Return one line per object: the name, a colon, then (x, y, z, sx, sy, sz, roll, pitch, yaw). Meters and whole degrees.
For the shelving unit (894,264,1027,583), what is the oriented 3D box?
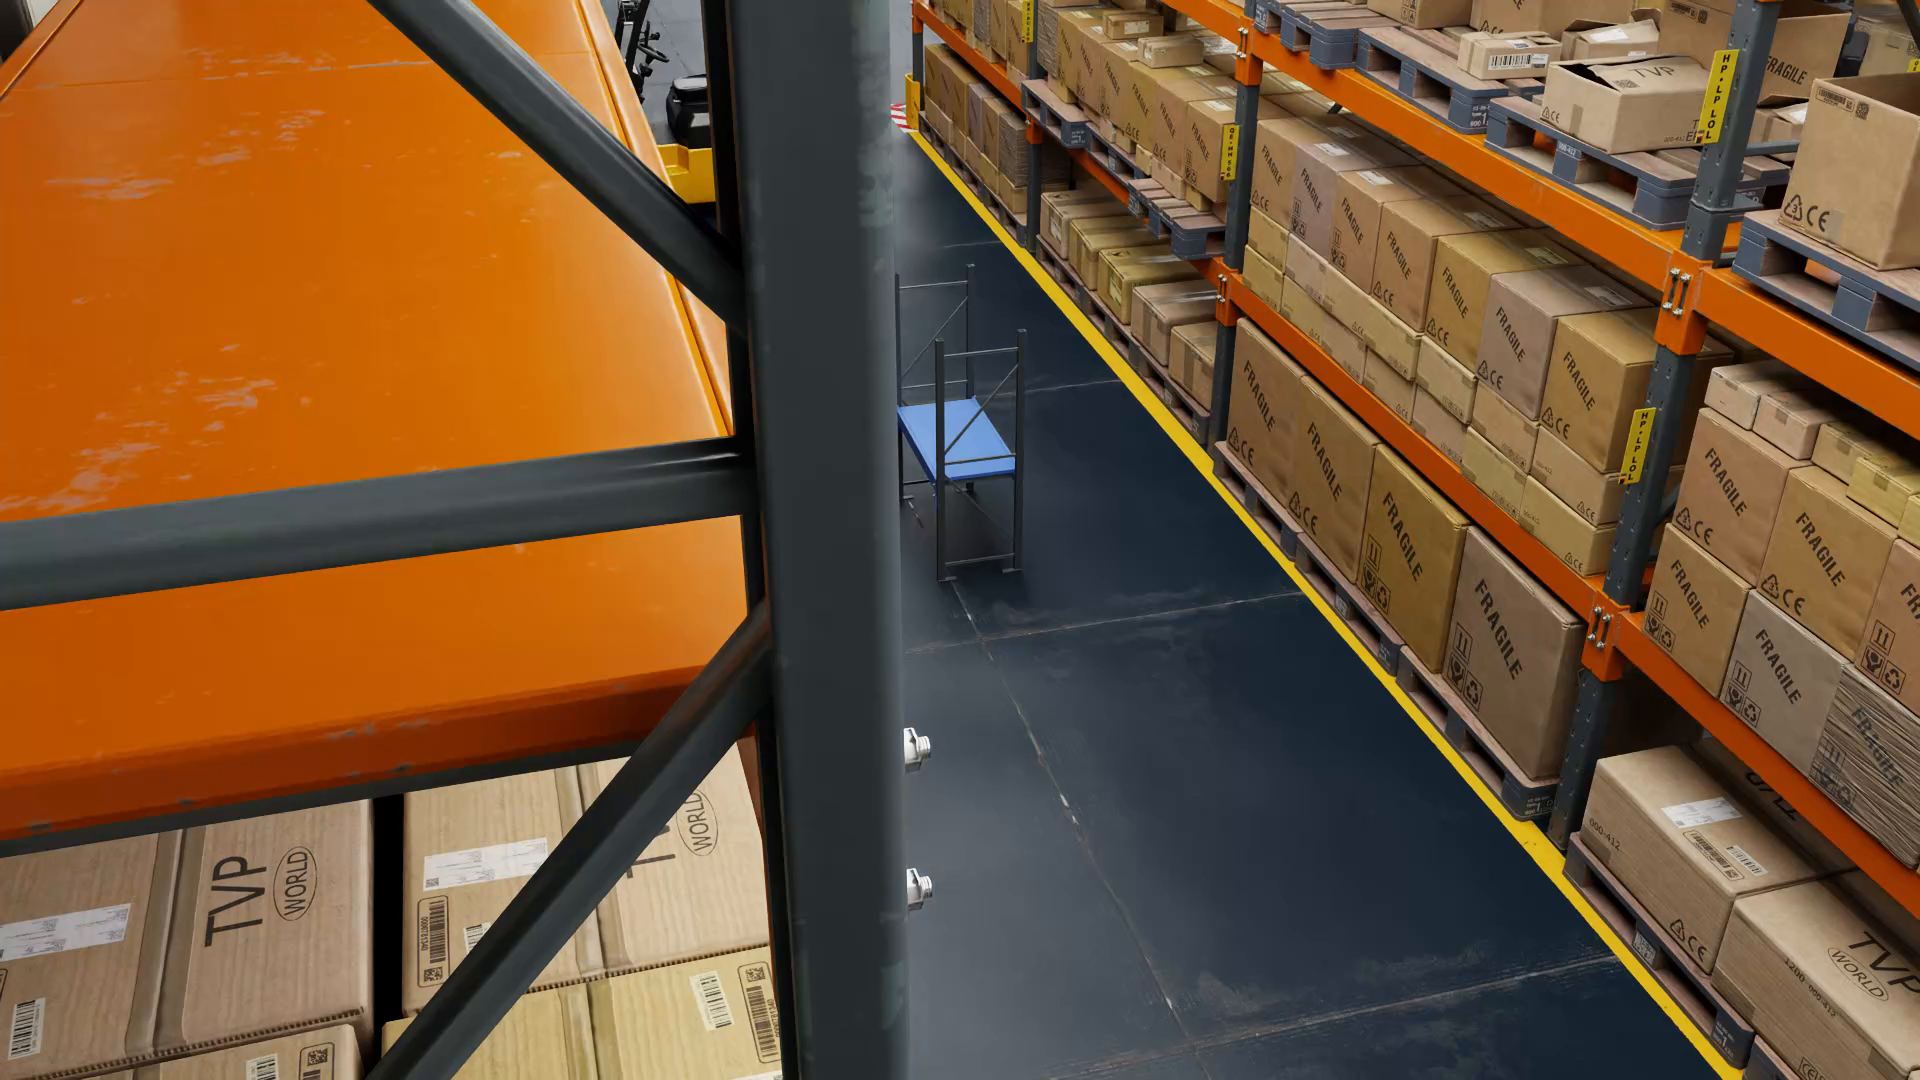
shelving unit: (-0.023, -0.690, 9.677, 0.538, 1.500, 1.048, -8, 31, -13)

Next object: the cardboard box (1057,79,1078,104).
cardboard box: (0.965, -3.484, 12.837, 0.380, 0.149, 0.250, -7, 31, -12)

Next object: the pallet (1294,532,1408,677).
pallet: (2.583, 0.276, 9.293, 1.003, 0.211, 1.213, -8, 31, -13)

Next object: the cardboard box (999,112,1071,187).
cardboard box: (0.649, -3.408, 14.452, 0.500, 0.500, 0.500, -8, 31, -14)

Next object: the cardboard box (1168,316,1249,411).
cardboard box: (1.986, -1.228, 11.313, 0.950, 0.372, 0.625, -10, 32, -17)

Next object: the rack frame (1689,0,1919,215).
rack frame: (3.188, -2.574, 5.445, 1.000, 3.000, 0.127, -8, 31, -13)

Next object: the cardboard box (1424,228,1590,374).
cardboard box: (2.567, -1.133, 7.846, 0.500, 0.500, 0.500, -7, 31, -12)

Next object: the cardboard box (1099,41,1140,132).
cardboard box: (1.311, -3.202, 11.702, 0.500, 0.500, 0.500, -9, 31, -15)

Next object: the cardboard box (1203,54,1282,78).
cardboard box: (1.938, -3.018, 11.385, 0.500, 0.500, 0.500, -7, 31, -12)

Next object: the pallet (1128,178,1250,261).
pallet: (1.835, -2.157, 10.904, 1.213, 0.211, 1.003, -8, 31, -13)

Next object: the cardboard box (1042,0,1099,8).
cardboard box: (0.849, -4.202, 12.783, 0.380, 0.149, 0.250, -8, 31, -13)

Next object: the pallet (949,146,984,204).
pallet: (0.525, -3.545, 15.895, 1.003, 0.211, 1.213, -8, 31, -13)

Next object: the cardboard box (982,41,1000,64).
cardboard box: (0.413, -4.338, 14.732, 0.380, 0.149, 0.250, -8, 31, -14)

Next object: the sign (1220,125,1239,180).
sign: (1.606, -2.300, 9.883, 0.100, 0.325, 0.005, -8, 31, -13)

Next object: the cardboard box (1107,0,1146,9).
cardboard box: (1.409, -4.003, 13.086, 0.500, 0.500, 0.500, -8, 31, -14)

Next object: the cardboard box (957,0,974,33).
cardboard box: (0.281, -4.940, 15.124, 0.500, 0.500, 0.500, -8, 31, -14)

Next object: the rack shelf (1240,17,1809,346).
rack shelf: (2.657, -1.931, 8.046, 1.077, 0.370, 4.000, -8, 31, -13)

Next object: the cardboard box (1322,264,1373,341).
cardboard box: (2.279, -1.291, 8.869, 0.500, 0.250, 0.500, -8, 31, -13)

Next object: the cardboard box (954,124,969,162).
cardboard box: (0.236, -3.829, 15.928, 0.500, 0.250, 0.500, -6, 31, -10)

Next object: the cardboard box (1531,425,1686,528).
cardboard box: (2.837, -0.310, 7.173, 0.500, 0.250, 0.500, -8, 31, -13)

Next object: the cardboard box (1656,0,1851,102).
cardboard box: (3.234, -1.965, 6.869, 0.500, 0.500, 0.500, -8, 31, -14)

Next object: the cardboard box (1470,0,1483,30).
cardboard box: (2.829, -2.713, 8.394, 0.396, 0.266, 0.258, -9, 31, -15)

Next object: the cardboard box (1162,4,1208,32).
cardboard box: (1.696, -3.823, 12.128, 0.380, 0.149, 0.250, -9, 31, -15)

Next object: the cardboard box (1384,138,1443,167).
cardboard box: (2.660, -1.924, 9.213, 0.500, 0.500, 0.500, -7, 31, -12)

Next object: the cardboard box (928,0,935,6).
cardboard box: (-0.106, -5.473, 16.693, 0.380, 0.149, 0.250, -8, 31, -13)

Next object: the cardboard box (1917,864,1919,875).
cardboard box: (3.452, 0.974, 5.204, 0.500, 0.500, 0.500, -7, 31, -12)

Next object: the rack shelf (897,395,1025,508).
rack shelf: (-0.023, -0.535, 9.767, 0.538, 0.185, 1.000, -8, 31, -13)

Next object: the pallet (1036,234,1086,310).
pallet: (1.273, -2.259, 13.673, 1.003, 0.211, 1.213, -8, 31, -13)

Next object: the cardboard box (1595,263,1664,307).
cardboard box: (3.187, -0.947, 7.524, 0.500, 0.500, 0.500, -8, 31, -14)

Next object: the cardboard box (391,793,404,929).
cardboard box: (-1.191, 0.586, 2.833, 0.500, 0.250, 0.500, -9, 31, -14)

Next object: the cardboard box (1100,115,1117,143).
cardboard box: (1.226, -2.972, 11.954, 0.380, 0.149, 0.250, -7, 31, -11)

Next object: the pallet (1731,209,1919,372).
pallet: (3.395, -0.841, 5.534, 1.003, 0.211, 1.213, -8, 31, -13)

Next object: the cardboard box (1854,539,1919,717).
cardboard box: (3.334, 0.302, 5.367, 0.500, 0.500, 0.500, -7, 31, -12)

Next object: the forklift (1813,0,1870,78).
forklift: (5.095, -2.266, 10.970, 1.130, 2.935, 3.031, 15, 33, 25)

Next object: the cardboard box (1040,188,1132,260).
cardboard box: (1.206, -2.633, 13.740, 0.950, 0.372, 0.625, -7, 31, -13)

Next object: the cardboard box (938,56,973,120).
cardboard box: (0.100, -4.400, 16.166, 0.500, 0.500, 0.500, -9, 31, -15)

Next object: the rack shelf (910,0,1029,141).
rack shelf: (0.534, -4.496, 15.473, 1.077, 0.370, 4.000, -8, 31, -13)

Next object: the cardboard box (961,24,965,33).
cardboard box: (0.219, -4.845, 15.609, 0.380, 0.149, 0.250, -7, 31, -12)

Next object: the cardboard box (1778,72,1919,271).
cardboard box: (3.142, -1.232, 5.503, 0.500, 0.500, 0.500, -7, 31, -12)

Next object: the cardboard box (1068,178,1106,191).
cardboard box: (1.169, -3.154, 14.762, 0.500, 0.250, 0.500, -9, 31, -16)

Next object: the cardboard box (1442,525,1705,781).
cardboard box: (2.947, 0.471, 7.874, 0.875, 0.875, 0.875, -7, 31, -12)

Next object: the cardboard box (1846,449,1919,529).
cardboard box: (3.221, -0.180, 5.552, 0.380, 0.149, 0.250, -8, 31, -14)

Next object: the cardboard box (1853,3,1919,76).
cardboard box: (6.627, -3.555, 12.031, 0.700, 0.500, 0.500, -8, 31, -14)

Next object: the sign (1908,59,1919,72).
sign: (6.338, -3.042, 11.087, 0.100, 0.325, 0.005, -8, 31, -13)

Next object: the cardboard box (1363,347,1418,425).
cardboard box: (2.435, -0.837, 8.583, 0.500, 0.250, 0.500, -8, 31, -13)

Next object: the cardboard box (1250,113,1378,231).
cardboard box: (2.022, -2.115, 9.543, 0.500, 0.500, 0.500, -9, 31, -15)

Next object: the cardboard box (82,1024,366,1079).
cardboard box: (-0.922, 0.860, 1.860, 0.500, 0.250, 0.500, -9, 31, -15)

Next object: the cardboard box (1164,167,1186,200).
cardboard box: (1.562, -2.345, 10.870, 0.380, 0.149, 0.250, -8, 31, -14)
